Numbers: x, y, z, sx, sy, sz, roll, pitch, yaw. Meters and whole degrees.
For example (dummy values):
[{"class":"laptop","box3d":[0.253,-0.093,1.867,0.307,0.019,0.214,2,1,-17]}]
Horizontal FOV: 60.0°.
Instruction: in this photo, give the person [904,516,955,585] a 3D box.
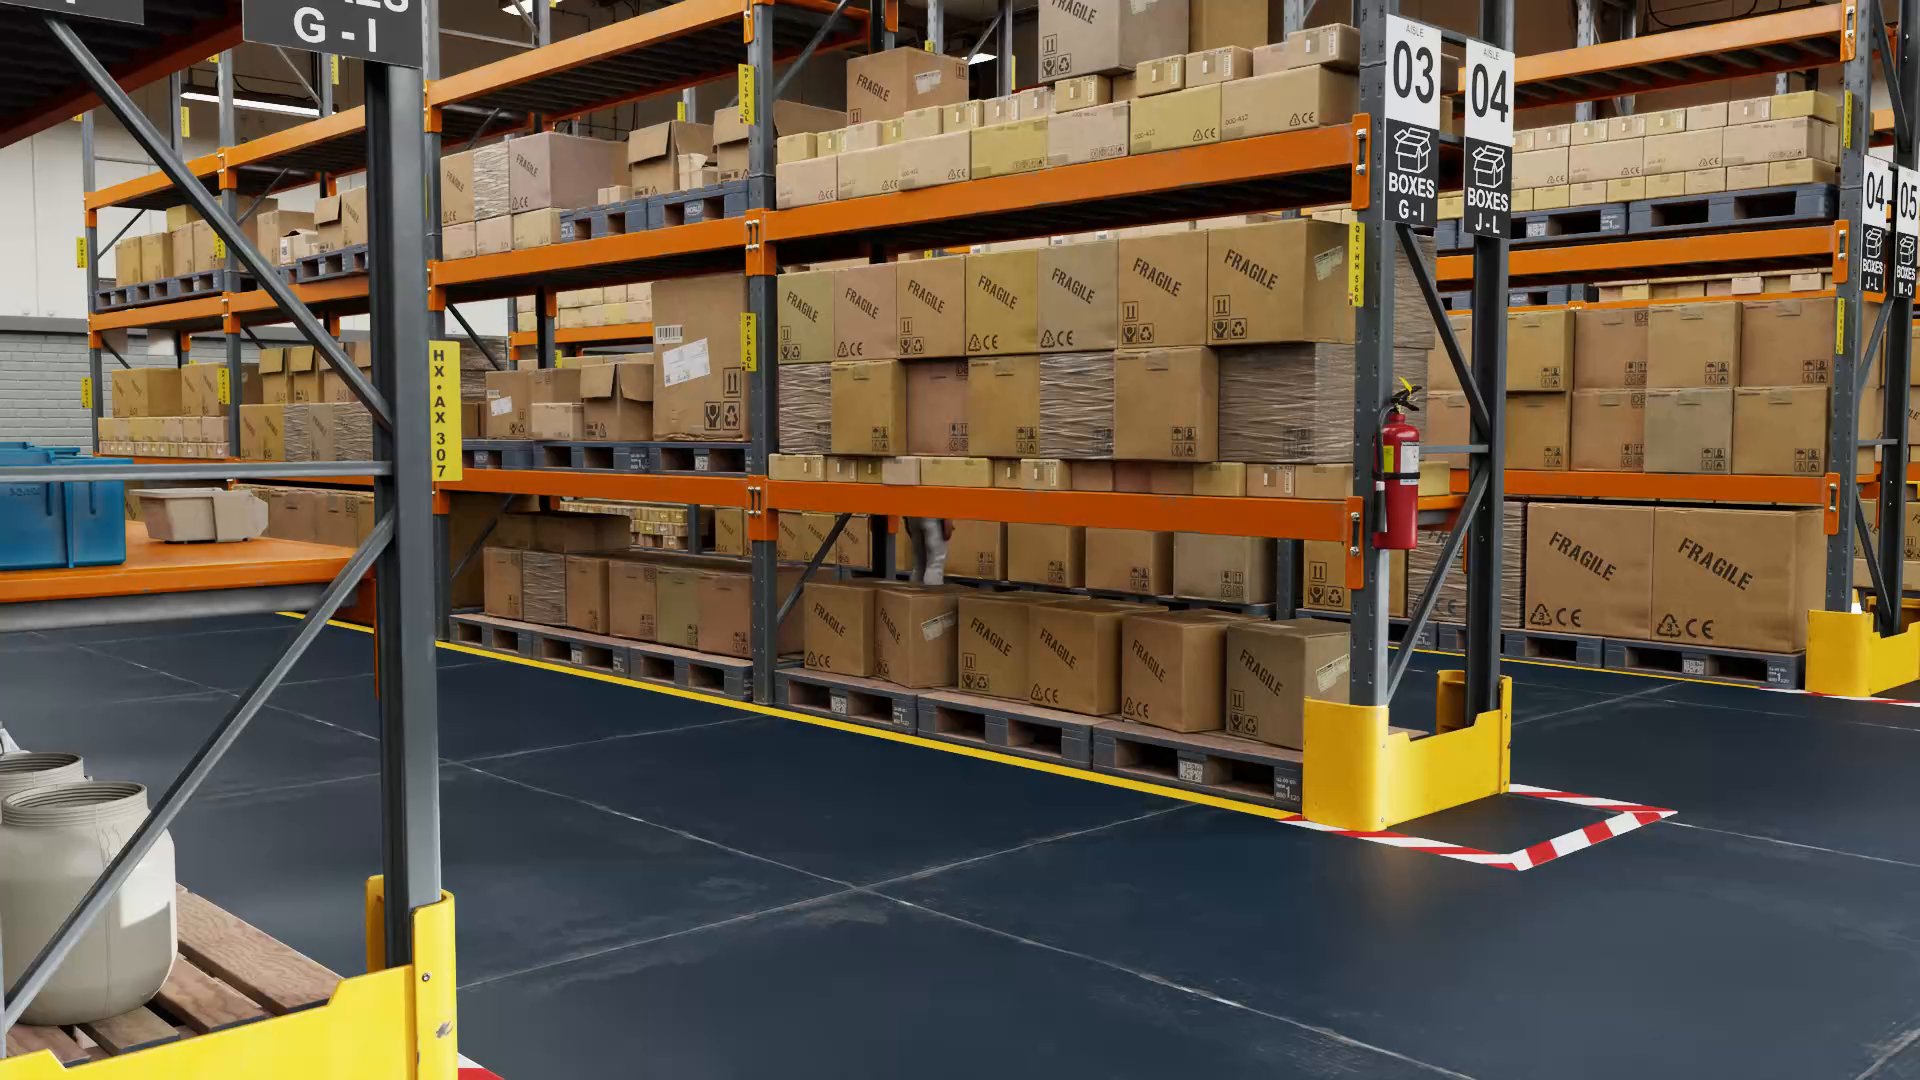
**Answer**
[{"class":"person","box3d":[-0.234,-0.174,13.273,0.440,1.777,0.571,-3,5,-42]}]
